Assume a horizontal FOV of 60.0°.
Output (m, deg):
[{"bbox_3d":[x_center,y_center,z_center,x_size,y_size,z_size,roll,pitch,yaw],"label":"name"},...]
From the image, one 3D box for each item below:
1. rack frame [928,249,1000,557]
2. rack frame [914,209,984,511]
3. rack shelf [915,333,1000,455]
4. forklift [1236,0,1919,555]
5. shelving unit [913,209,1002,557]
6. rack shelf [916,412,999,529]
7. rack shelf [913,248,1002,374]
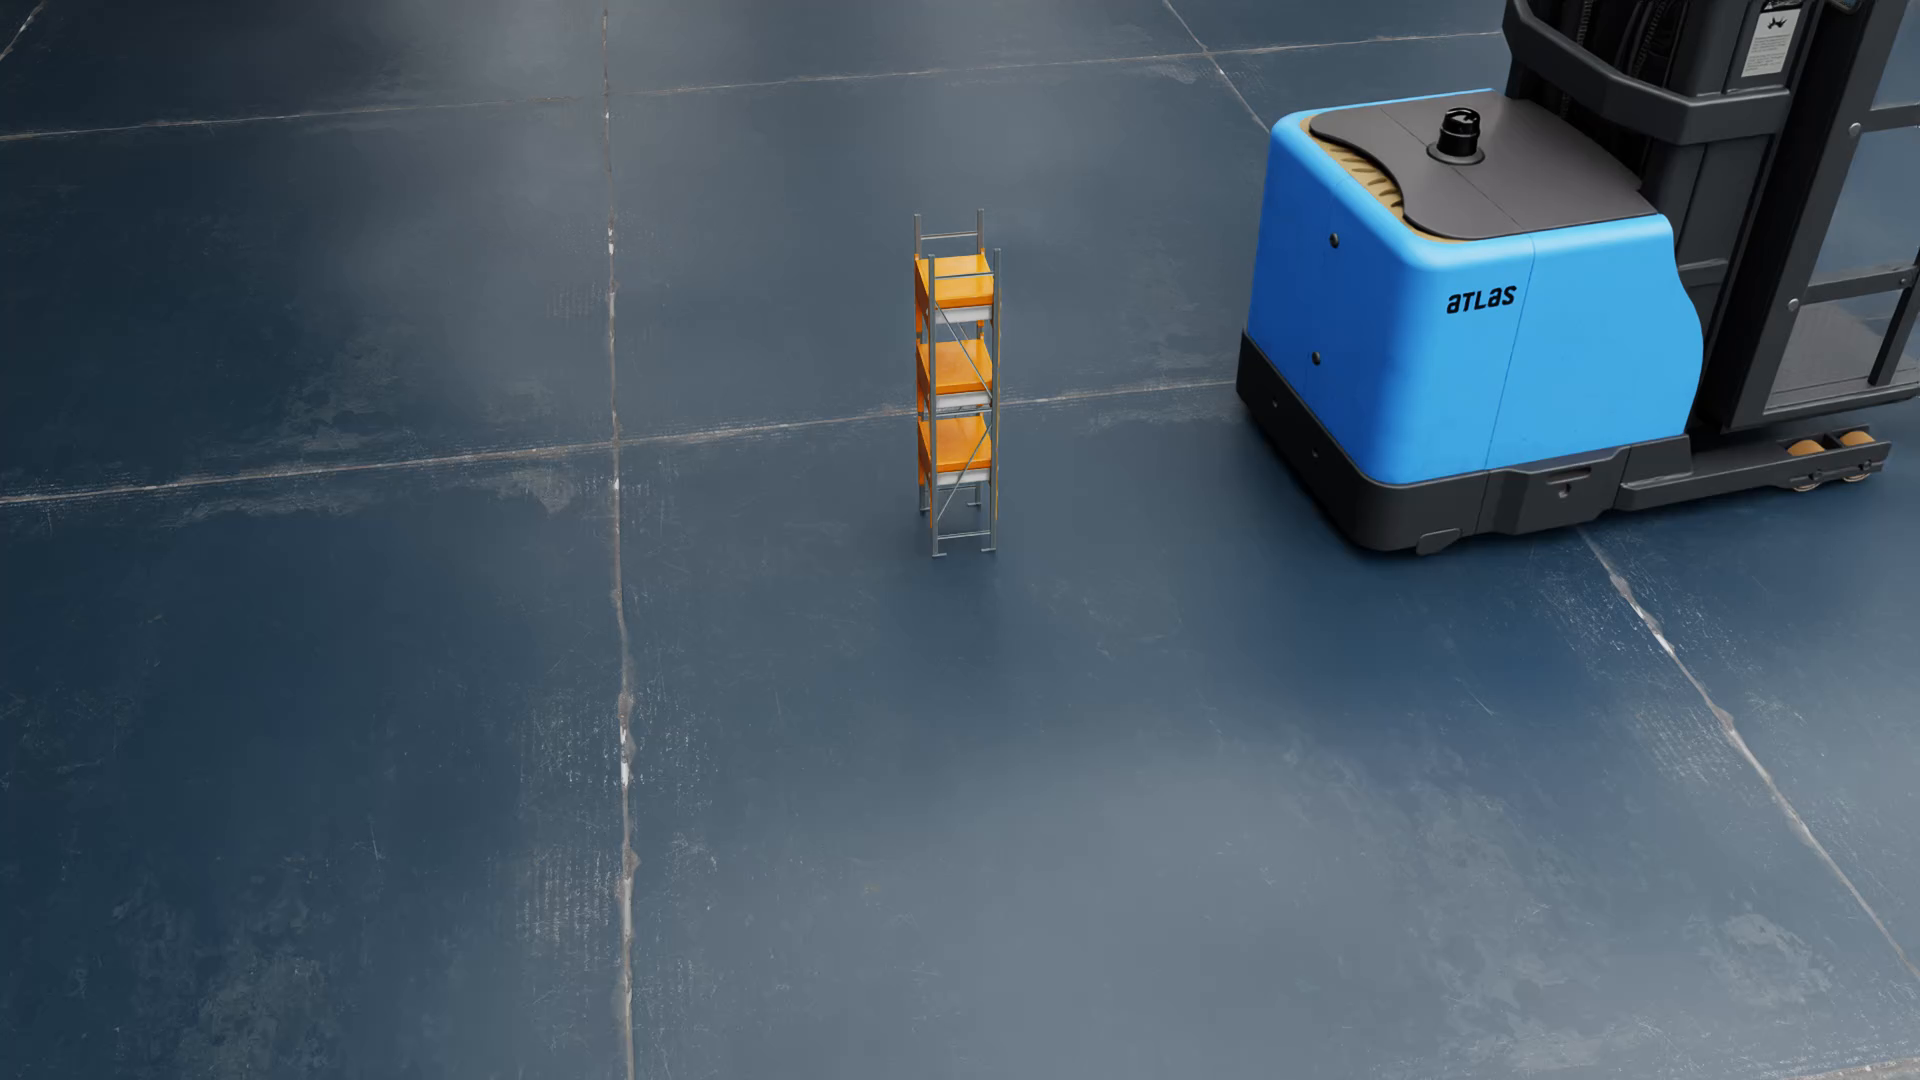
[{"bbox_3d":[0.012,-0.373,4.875,0.200,1.050,0.008,-6,38,-8],"label":"rack frame"},{"bbox_3d":[-0.031,-0.521,5.064,0.200,1.050,0.008,-6,38,-8],"label":"rack frame"},{"bbox_3d":[-0.009,-0.439,4.976,0.215,0.259,0.240,-6,38,-8],"label":"rack shelf"},{"bbox_3d":[2.538,-1.618,4.944,3.031,2.935,1.130,-10,39,-13],"label":"forklift"},{"bbox_3d":[-0.009,-0.447,4.970,0.215,1.050,0.252,-6,38,-8],"label":"shelving unit"},{"bbox_3d":[-0.009,-0.219,5.147,0.215,0.259,0.240,-6,38,-8],"label":"rack shelf"},{"bbox_3d":[-0.009,-0.663,4.802,0.215,0.259,0.240,-6,38,-8],"label":"rack shelf"}]
